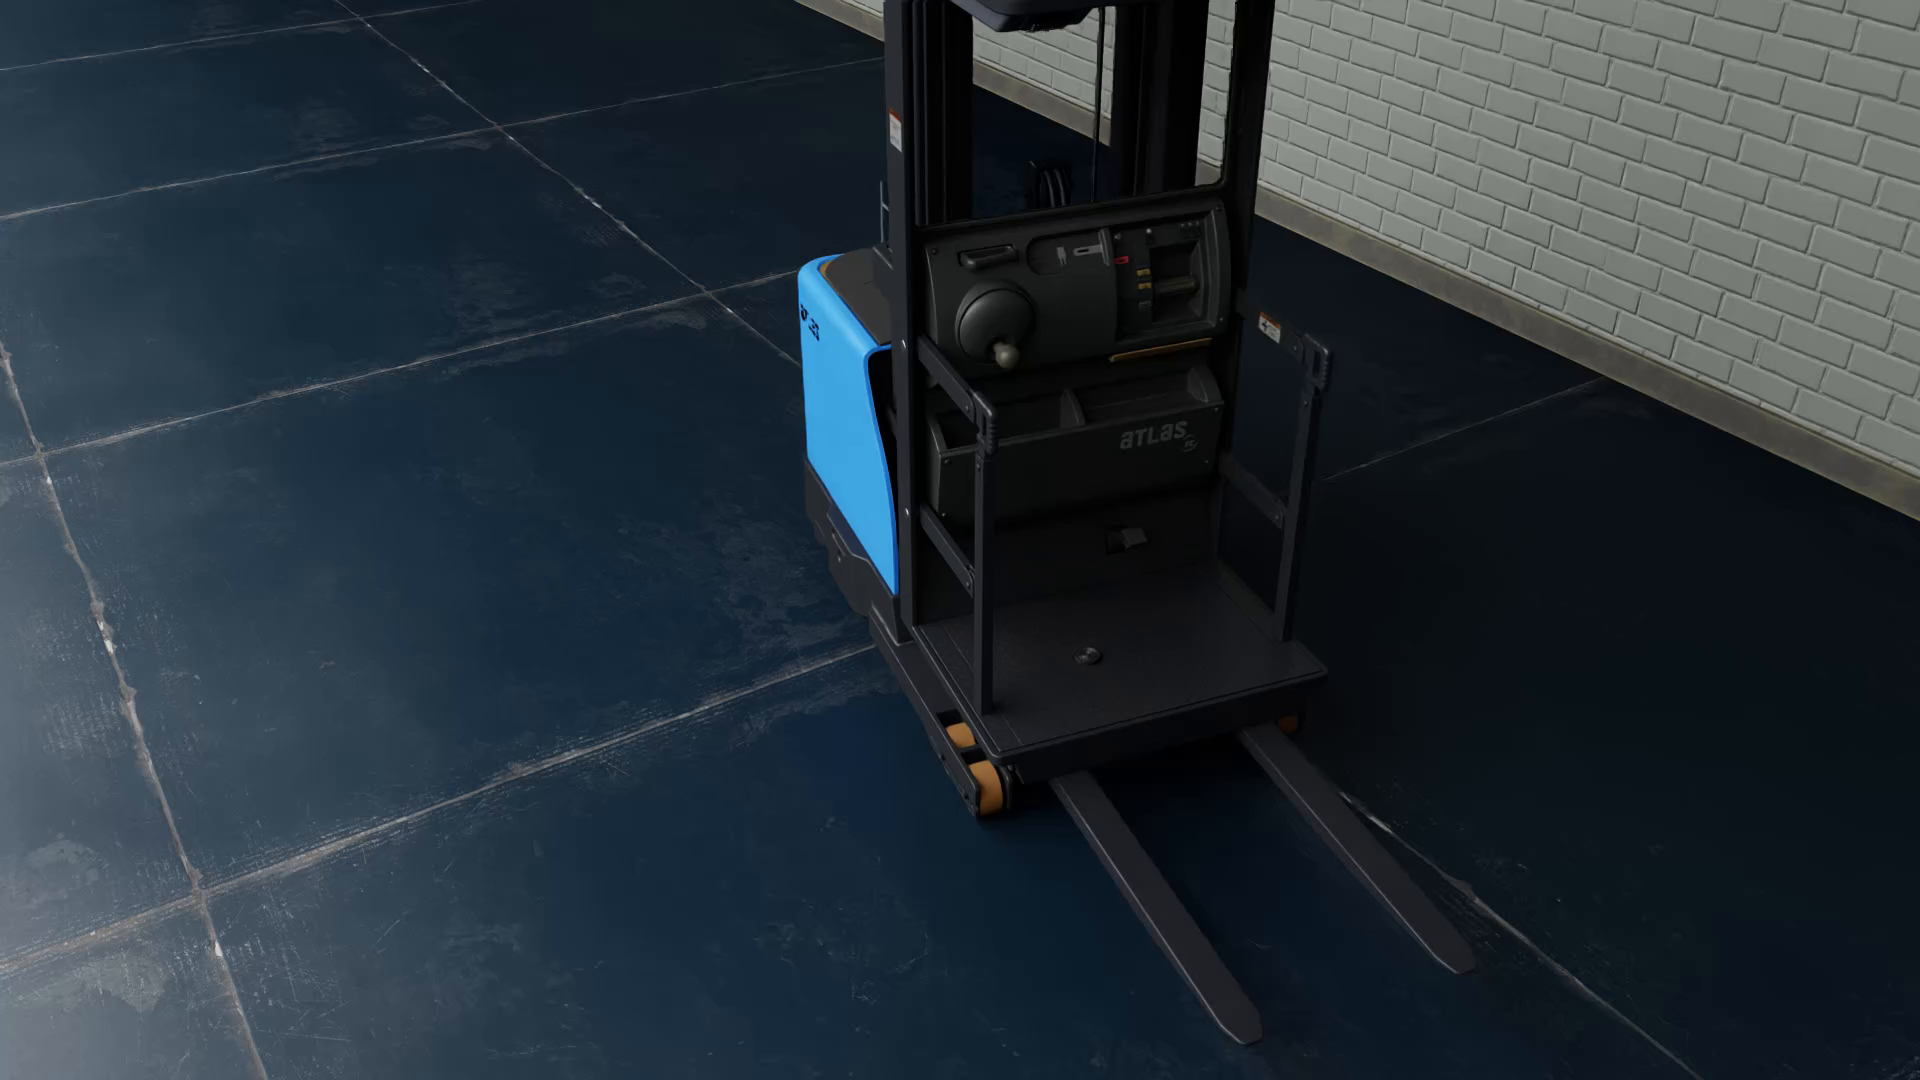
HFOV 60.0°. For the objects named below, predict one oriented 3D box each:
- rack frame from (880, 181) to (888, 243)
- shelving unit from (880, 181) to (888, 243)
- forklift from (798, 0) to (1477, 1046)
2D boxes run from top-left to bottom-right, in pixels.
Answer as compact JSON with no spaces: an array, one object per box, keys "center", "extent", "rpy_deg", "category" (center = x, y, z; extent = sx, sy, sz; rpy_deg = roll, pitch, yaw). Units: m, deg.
[{"center":[-0.244,-0.748,6.312],"extent":[0.006,1.200,0.240],"rpy_deg":[-13,34,-19],"category":"rack frame"},{"center":[-0.160,-0.767,6.342],"extent":[0.189,1.200,0.258],"rpy_deg":[-13,34,-19],"category":"shelving unit"},{"center":[0.429,-0.672,4.568],"extent":[1.130,2.935,3.031],"rpy_deg":[-12,34,-18],"category":"forklift"}]
